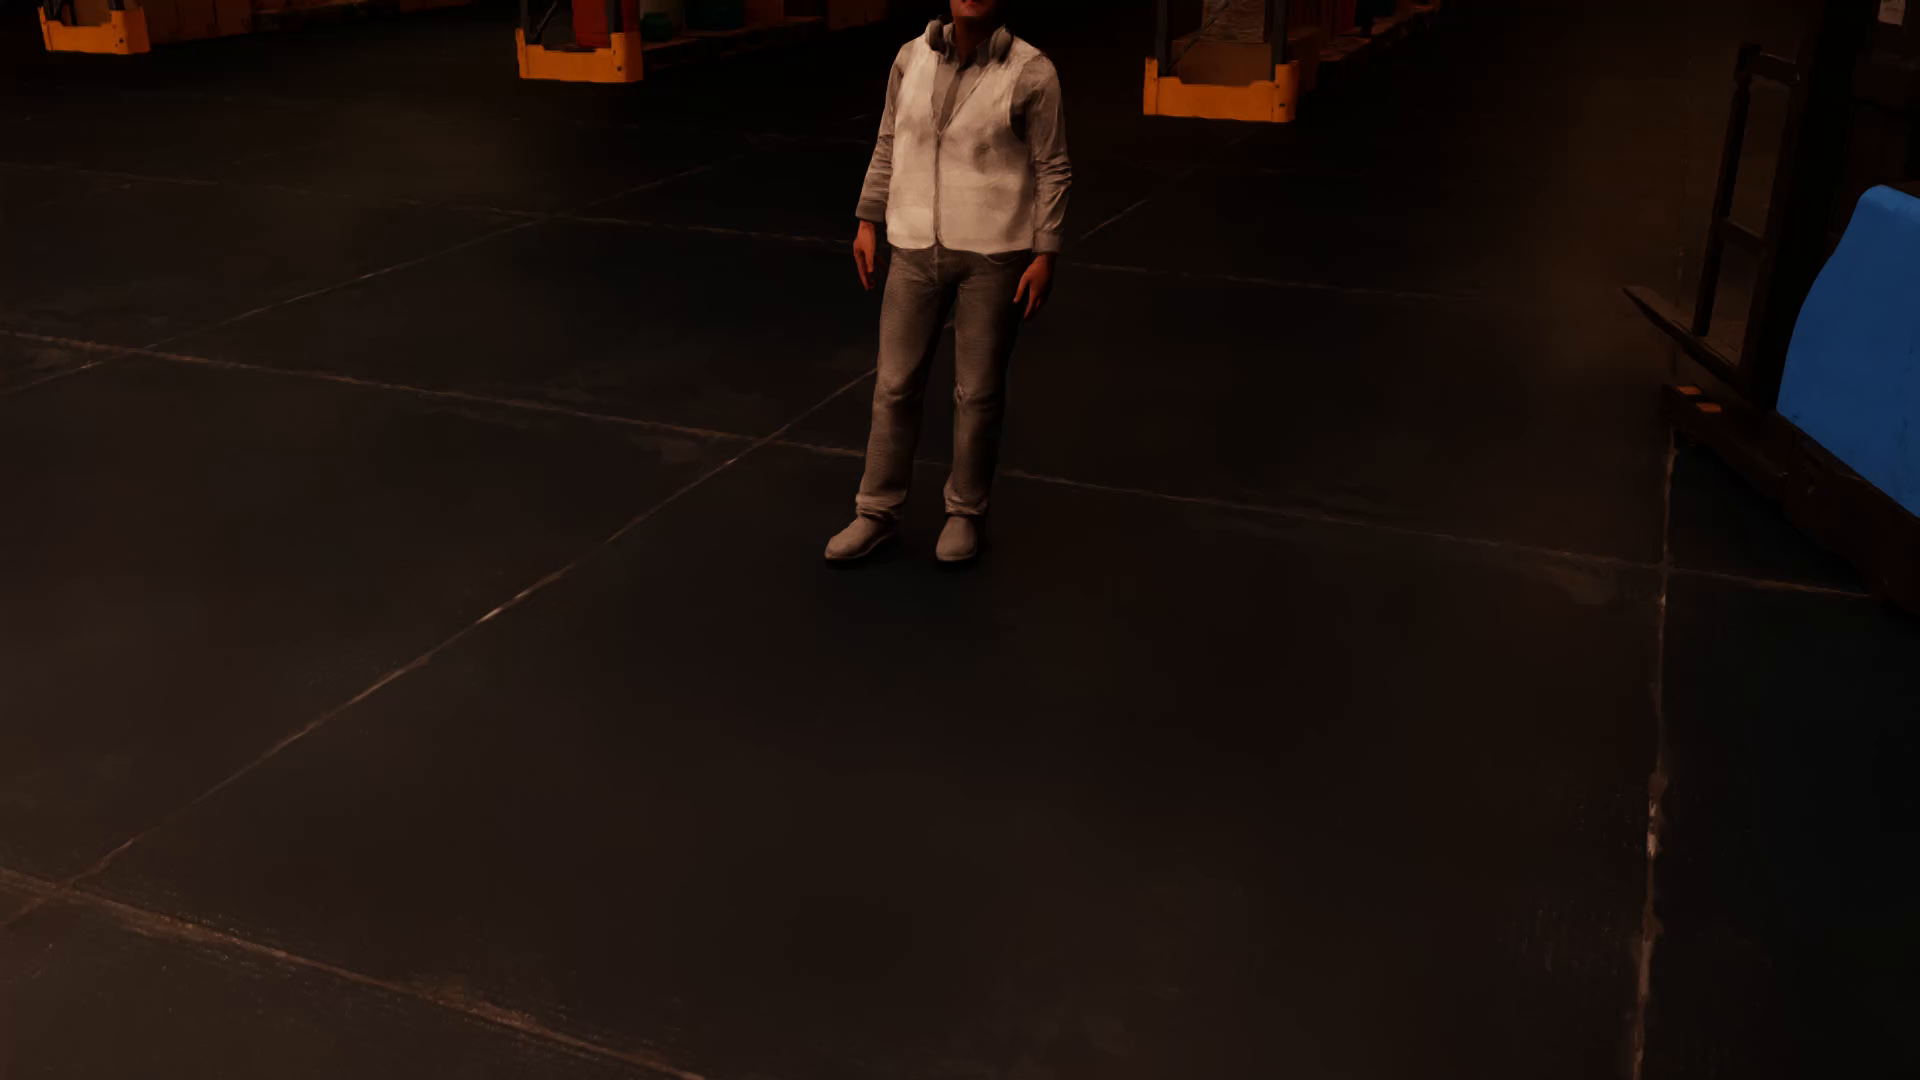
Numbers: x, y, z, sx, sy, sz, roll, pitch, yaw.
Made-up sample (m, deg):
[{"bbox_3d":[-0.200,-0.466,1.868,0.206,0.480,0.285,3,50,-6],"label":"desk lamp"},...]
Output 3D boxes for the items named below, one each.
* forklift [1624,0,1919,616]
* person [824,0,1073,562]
[{"bbox_3d":[3.113,-1.643,5.222,1.130,2.935,3.031,1,23,2],"label":"forklift"},{"bbox_3d":[-0.031,-0.804,4.698,0.632,1.773,0.567,9,24,21],"label":"person"}]
